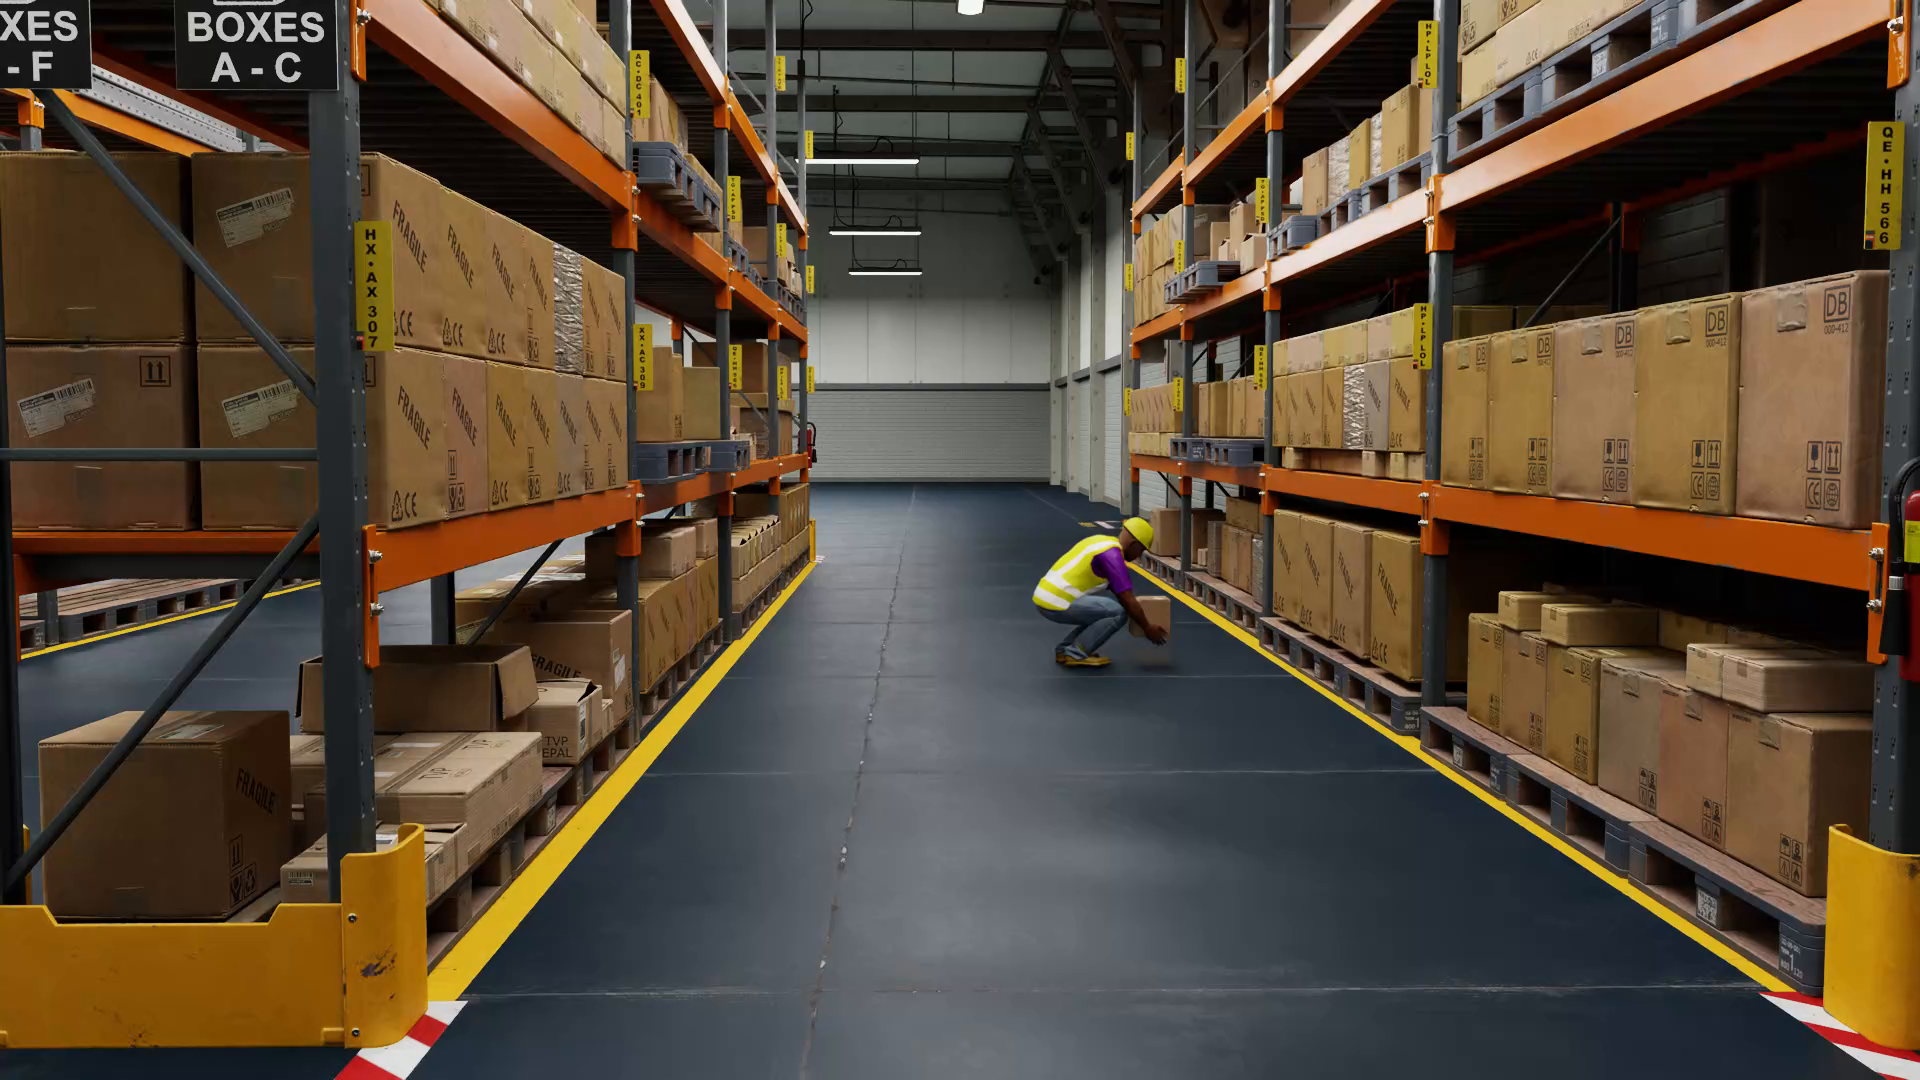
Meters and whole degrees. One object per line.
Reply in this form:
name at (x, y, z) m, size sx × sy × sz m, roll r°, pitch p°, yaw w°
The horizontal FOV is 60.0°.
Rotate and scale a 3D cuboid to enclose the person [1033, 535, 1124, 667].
person at (-8.013, -1.034, 15.482) m, size 18.010 × 3.200 × 9.548 m, roll 0°, pitch 4°, yaw -1°
